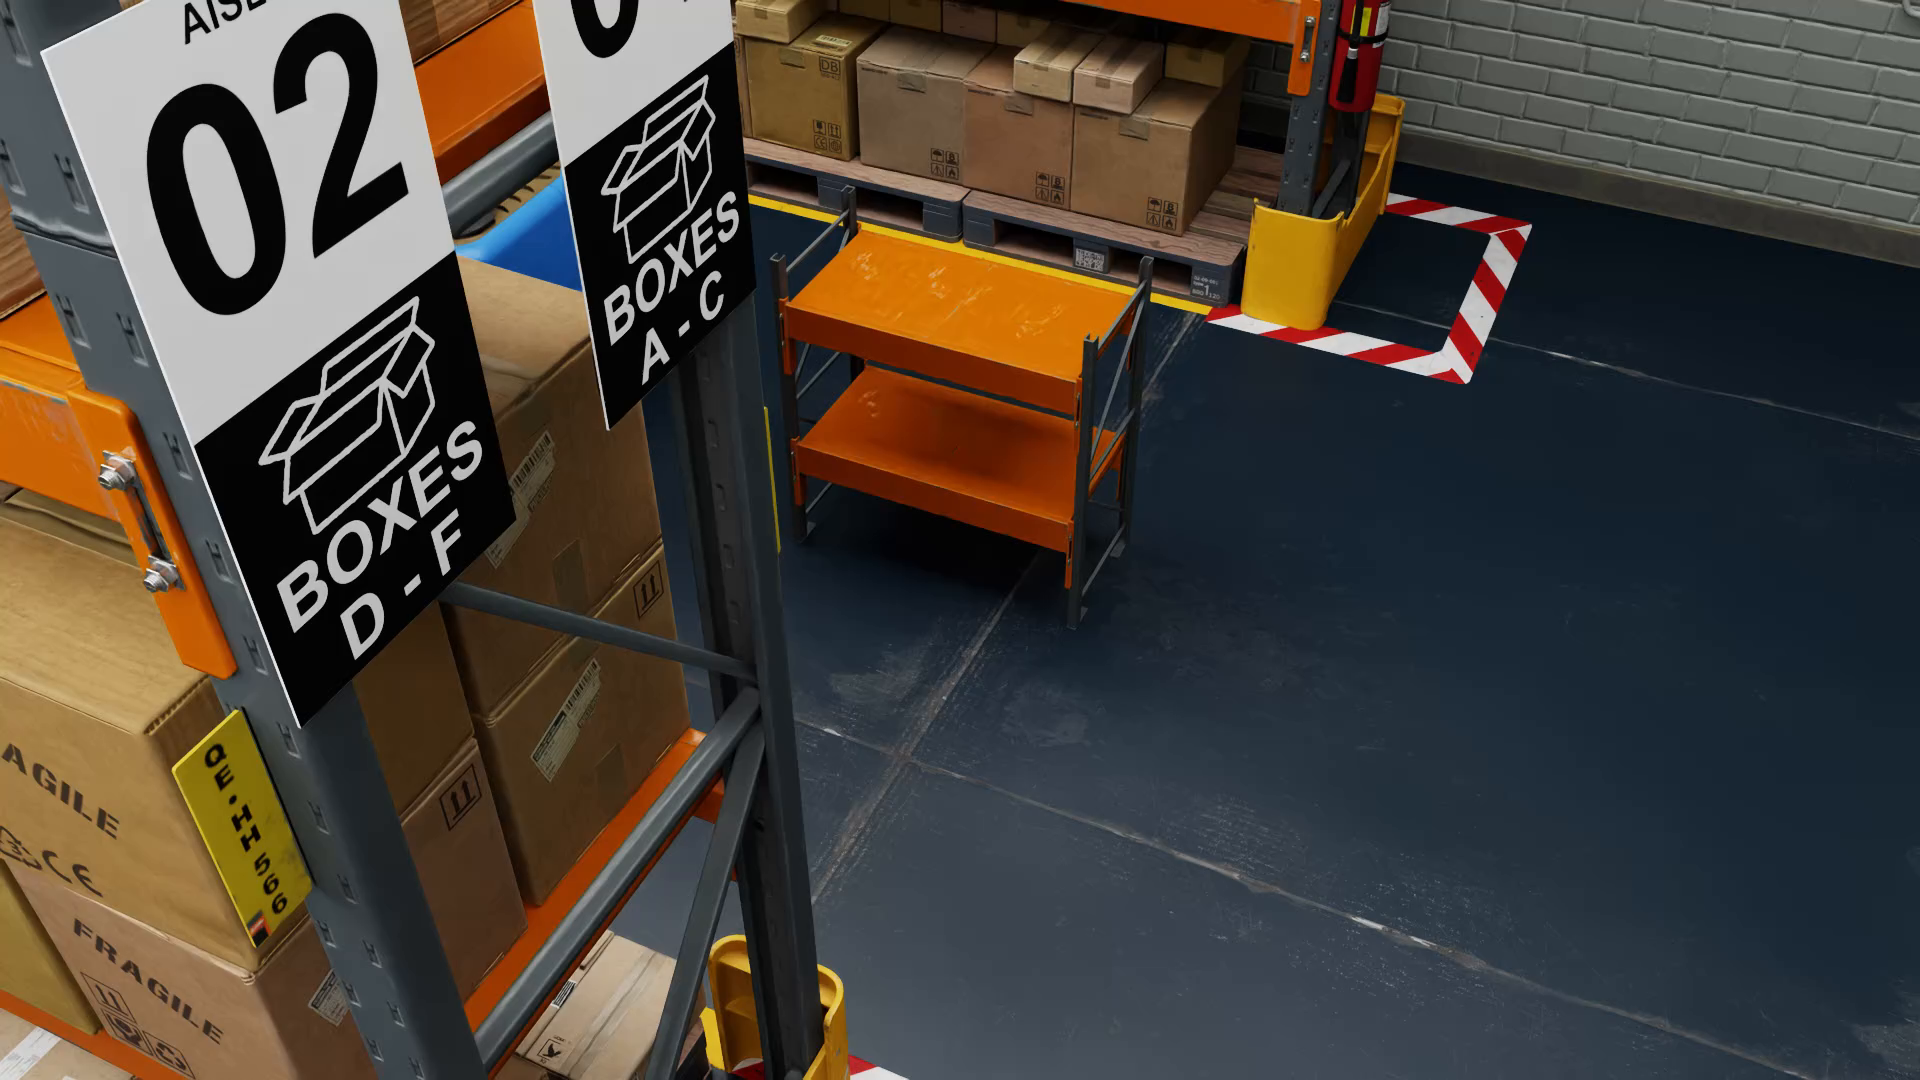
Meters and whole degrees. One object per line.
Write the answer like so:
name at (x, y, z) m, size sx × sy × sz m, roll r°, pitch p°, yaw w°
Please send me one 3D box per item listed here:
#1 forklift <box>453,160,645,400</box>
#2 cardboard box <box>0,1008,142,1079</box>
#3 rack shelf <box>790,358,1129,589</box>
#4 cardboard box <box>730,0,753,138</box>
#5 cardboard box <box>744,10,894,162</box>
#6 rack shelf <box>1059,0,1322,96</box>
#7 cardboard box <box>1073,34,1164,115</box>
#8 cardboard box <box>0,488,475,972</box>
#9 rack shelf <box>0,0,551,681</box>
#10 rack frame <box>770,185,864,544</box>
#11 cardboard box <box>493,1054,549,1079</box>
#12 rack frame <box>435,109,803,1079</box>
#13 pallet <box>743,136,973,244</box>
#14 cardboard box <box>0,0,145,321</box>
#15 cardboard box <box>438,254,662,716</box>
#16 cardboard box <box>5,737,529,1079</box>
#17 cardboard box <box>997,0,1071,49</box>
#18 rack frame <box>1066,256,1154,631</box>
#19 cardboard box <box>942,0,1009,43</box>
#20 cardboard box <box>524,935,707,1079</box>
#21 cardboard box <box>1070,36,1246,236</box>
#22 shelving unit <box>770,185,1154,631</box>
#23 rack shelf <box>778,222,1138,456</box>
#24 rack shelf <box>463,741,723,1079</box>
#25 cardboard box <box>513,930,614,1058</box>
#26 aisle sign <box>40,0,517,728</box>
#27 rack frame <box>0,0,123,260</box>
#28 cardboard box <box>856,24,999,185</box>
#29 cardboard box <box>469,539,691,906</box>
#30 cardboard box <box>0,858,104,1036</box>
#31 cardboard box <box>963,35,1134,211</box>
forklift at (-2.672, -1.843, 5.639) m, size 3.031 × 2.935 × 1.130 m, roll 16°, pitch 43°, yaw 18°
cardboard box at (-2.024, 1.163, 3.882) m, size 0.500 × 0.250 × 0.500 m, roll 17°, pitch 44°, yaw 19°
rack shelf at (0.006, -0.238, 5.540) m, size 1.000 × 0.278 × 0.538 m, roll 17°, pitch 44°, yaw 19°
cardboard box at (-1.024, -2.279, 7.677) m, size 0.500 × 0.500 × 0.700 m, roll 17°, pitch 44°, yaw 18°
cardboard box at (-0.560, -2.136, 7.512) m, size 0.500 × 0.500 × 0.700 m, roll 18°, pitch 44°, yaw 20°
rack shelf at (-0.300, -2.648, 7.064) m, size 4.000 × 0.370 × 1.077 m, roll 17°, pitch 44°, yaw 19°
cardboard box at (0.643, -1.887, 6.730) m, size 0.250 × 0.149 × 0.380 m, roll 16°, pitch 44°, yaw 18°
cardboard box at (-1.098, 0.199, 2.390) m, size 0.500 × 0.500 × 0.500 m, roll 17°, pitch 44°, yaw 18°
rack shelf at (-2.391, -0.840, 2.689) m, size 4.000 × 0.370 × 1.077 m, roll 17°, pitch 44°, yaw 19°
rack frame at (-0.455, -0.564, 5.542) m, size 0.032 × 1.125 × 0.500 m, roll 17°, pitch 44°, yaw 19°
cardboard box at (-1.175, 1.349, 3.476) m, size 0.500 × 0.500 × 0.500 m, roll 17°, pitch 44°, yaw 19°
rack frame at (-0.577, 0.573, 2.799) m, size 0.053 × 2.616 × 0.949 m, roll 17°, pitch 44°, yaw 19°
pallet at (-0.347, -1.826, 7.696) m, size 1.213 × 0.211 × 1.003 m, roll 17°, pitch 44°, yaw 19°
cardboard box at (-1.155, -0.488, 1.847) m, size 0.500 × 0.250 × 0.500 m, roll 17°, pitch 44°, yaw 19°
cardboard box at (-0.869, -0.120, 2.759) m, size 0.500 × 0.500 × 0.500 m, roll 18°, pitch 44°, yaw 20°
cardboard box at (-1.099, 0.575, 2.720) m, size 0.500 × 0.500 × 0.500 m, roll 18°, pitch 44°, yaw 20°
cardboard box at (0.348, -2.253, 7.152) m, size 0.250 × 0.149 × 0.380 m, roll 17°, pitch 44°, yaw 19°
rack frame at (0.467, -0.282, 5.217) m, size 0.032 × 1.125 × 0.500 m, roll 17°, pitch 44°, yaw 19°
cardboard box at (0.117, -2.324, 7.233) m, size 0.250 × 0.149 × 0.380 m, roll 18°, pitch 44°, yaw 19°
cardboard box at (-0.813, 1.166, 3.955) m, size 0.250 × 0.149 × 0.380 m, roll 17°, pitch 44°, yaw 19°
cardboard box at (0.836, -1.715, 7.026) m, size 0.500 × 0.500 × 0.700 m, roll 17°, pitch 44°, yaw 19°
shelving unit at (0.006, -0.423, 5.379) m, size 1.048 × 1.125 × 0.538 m, roll 17°, pitch 44°, yaw 19°
rack shelf at (0.006, -0.644, 5.188) m, size 1.000 × 0.278 × 0.538 m, roll 17°, pitch 44°, yaw 19°
rack shelf at (-2.391, 0.219, 3.607) m, size 3.809 × 0.124 × 0.919 m, roll 17°, pitch 44°, yaw 19°
cardboard box at (-1.039, 1.090, 4.029) m, size 0.250 × 0.166 × 0.380 m, roll 17°, pitch 44°, yaw 19°
aisle sign at (-0.646, -0.207, 1.713) m, size 0.004 × 0.787 × 0.394 m, roll 17°, pitch 44°, yaw 19°
rack frame at (-0.578, -1.692, 0.832) m, size 0.127 × 3.000 × 1.000 m, roll 17°, pitch 44°, yaw 19°
cardboard box at (-0.074, -1.992, 7.346) m, size 0.500 × 0.500 × 0.700 m, roll 16°, pitch 43°, yaw 17°
cardboard box at (-0.869, 0.258, 3.086) m, size 0.500 × 0.500 × 0.500 m, roll 18°, pitch 44°, yaw 20°
cardboard box at (-1.571, 0.433, 2.884) m, size 0.500 × 0.500 × 0.500 m, roll 17°, pitch 44°, yaw 19°
cardboard box at (0.382, -1.853, 7.186) m, size 0.500 × 0.500 × 0.700 m, roll 17°, pitch 44°, yaw 19°
